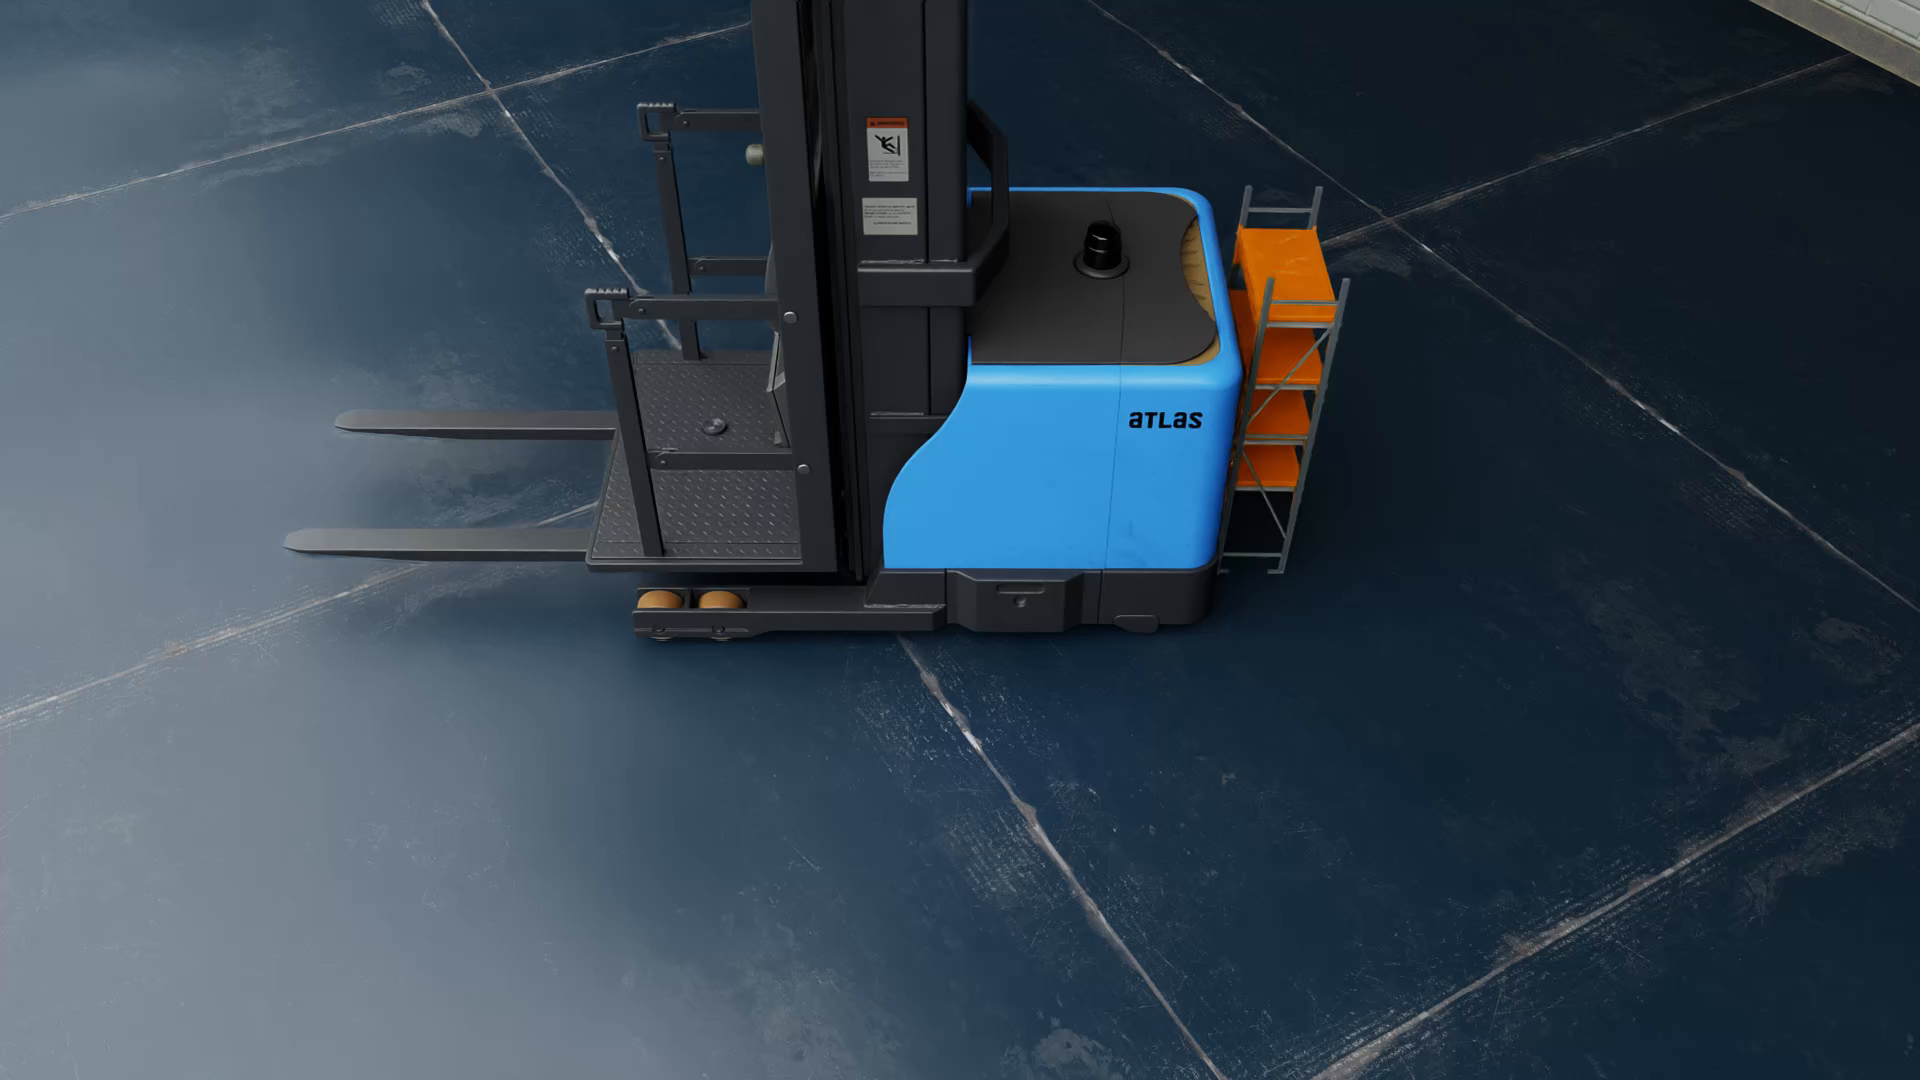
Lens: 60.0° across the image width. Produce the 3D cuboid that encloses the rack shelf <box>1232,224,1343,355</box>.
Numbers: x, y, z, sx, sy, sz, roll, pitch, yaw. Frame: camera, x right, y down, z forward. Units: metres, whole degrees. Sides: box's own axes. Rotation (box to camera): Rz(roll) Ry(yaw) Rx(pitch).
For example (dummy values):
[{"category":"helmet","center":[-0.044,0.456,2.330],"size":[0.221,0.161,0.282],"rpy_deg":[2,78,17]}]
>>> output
[{"category":"rack shelf","center":[1.000,-0.774,5.117],"size":[0.258,0.148,0.480],"rpy_deg":[1,44,-1]}]

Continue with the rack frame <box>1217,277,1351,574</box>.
[{"category":"rack frame","center":[0.992,-0.323,5.216],"size":[0.240,1.200,0.015],"rpy_deg":[1,44,-1]}]

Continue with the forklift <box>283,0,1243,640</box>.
[{"category":"forklift","center":[-0.688,-1.097,4.776],"size":[3.031,2.935,1.130],"rpy_deg":[0,44,0]}]

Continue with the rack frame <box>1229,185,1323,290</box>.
[{"category":"rack frame","center":[0.989,-0.662,5.566],"size":[0.240,1.200,0.015],"rpy_deg":[1,44,-1]}]

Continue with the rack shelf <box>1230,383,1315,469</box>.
[{"category":"rack shelf","center":[0.988,-0.444,5.438],"size":[0.258,0.148,0.480],"rpy_deg":[1,44,-1]}]

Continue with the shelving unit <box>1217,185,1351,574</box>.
[{"category":"shelving unit","center":[0.990,-0.492,5.391],"size":[0.258,1.200,0.503],"rpy_deg":[1,44,-1]}]

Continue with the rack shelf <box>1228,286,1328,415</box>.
[{"category":"rack shelf","center":[0.994,-0.605,5.282],"size":[0.258,0.148,0.480],"rpy_deg":[1,44,-1]}]

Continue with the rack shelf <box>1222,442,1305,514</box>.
[{"category":"rack shelf","center":[0.983,-0.302,5.576],"size":[0.258,0.148,0.480],"rpy_deg":[1,44,-1]}]
